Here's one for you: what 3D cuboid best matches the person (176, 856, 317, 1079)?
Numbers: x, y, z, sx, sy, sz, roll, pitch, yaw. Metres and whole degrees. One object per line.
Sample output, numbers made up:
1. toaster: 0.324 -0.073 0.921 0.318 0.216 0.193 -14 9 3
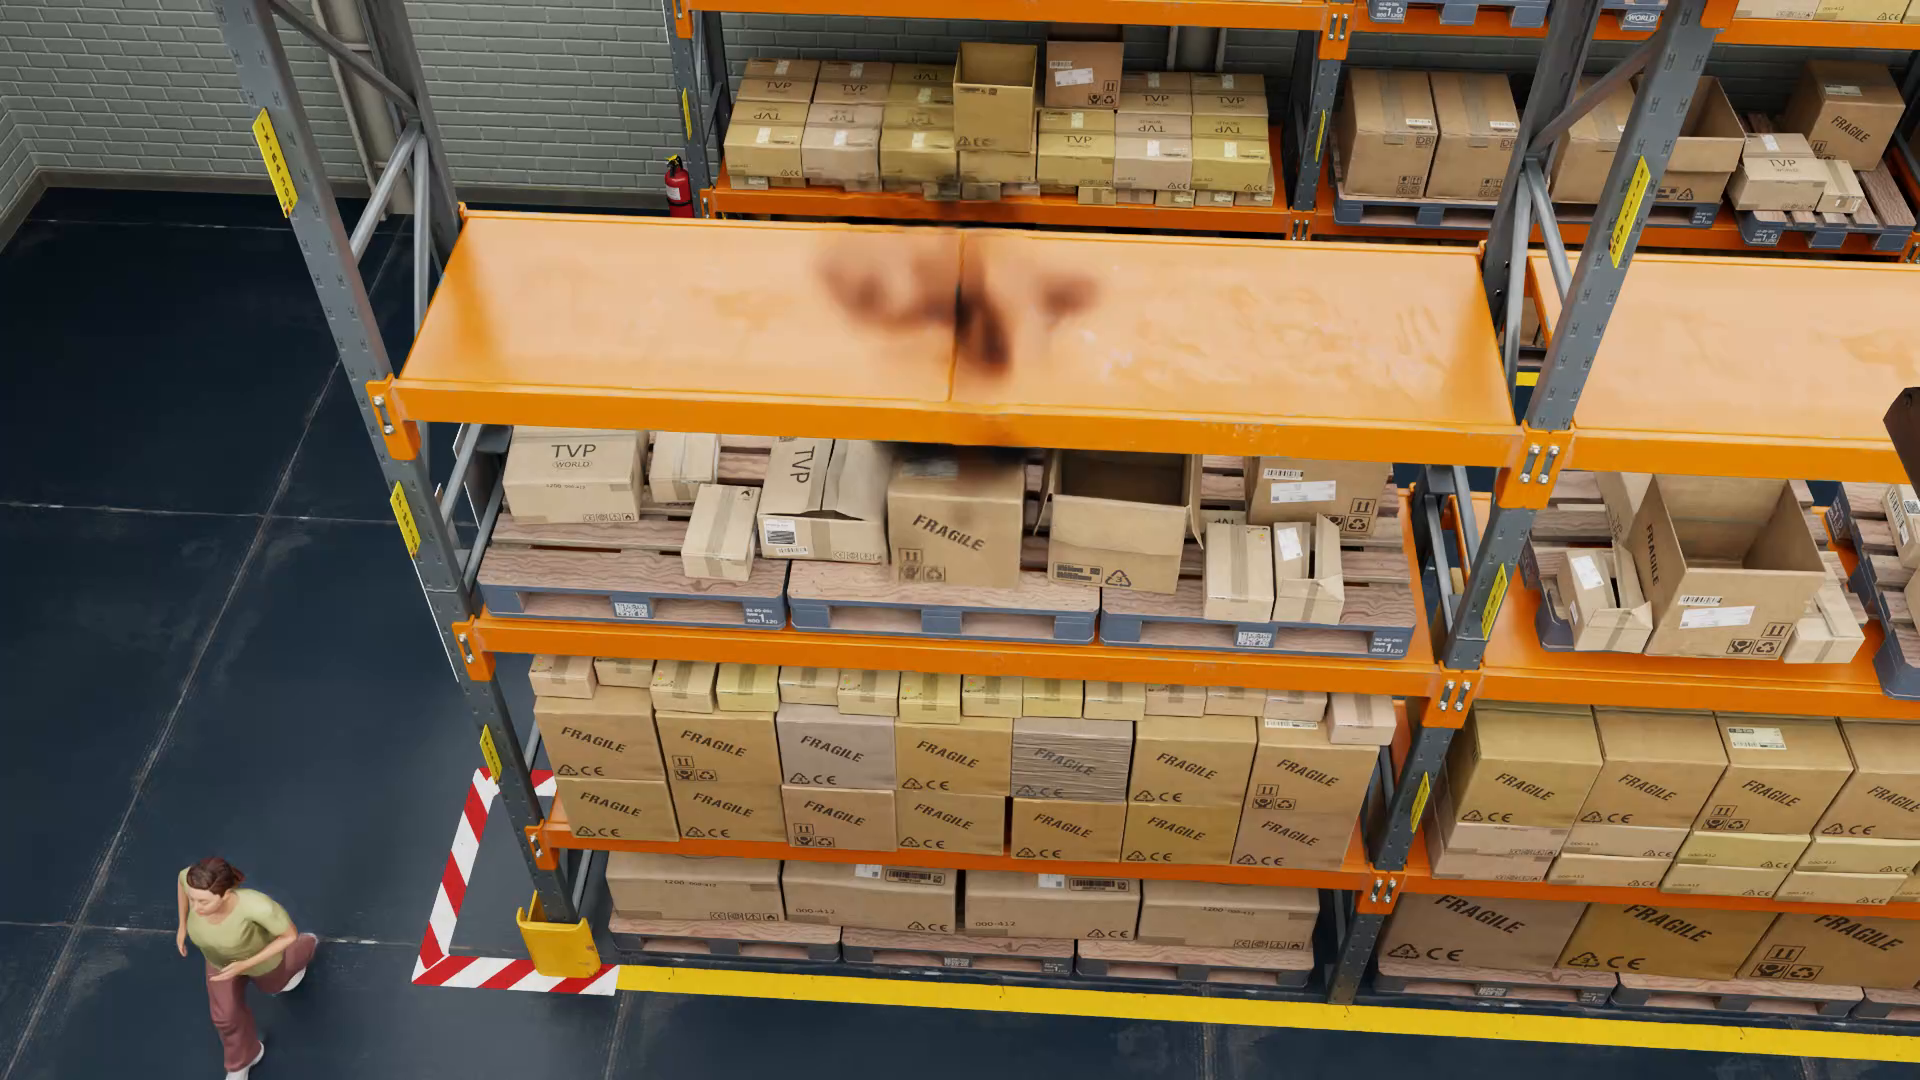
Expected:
1. person: -3.336 1.963 7.870 0.612 1.653 0.816 6 48 5
